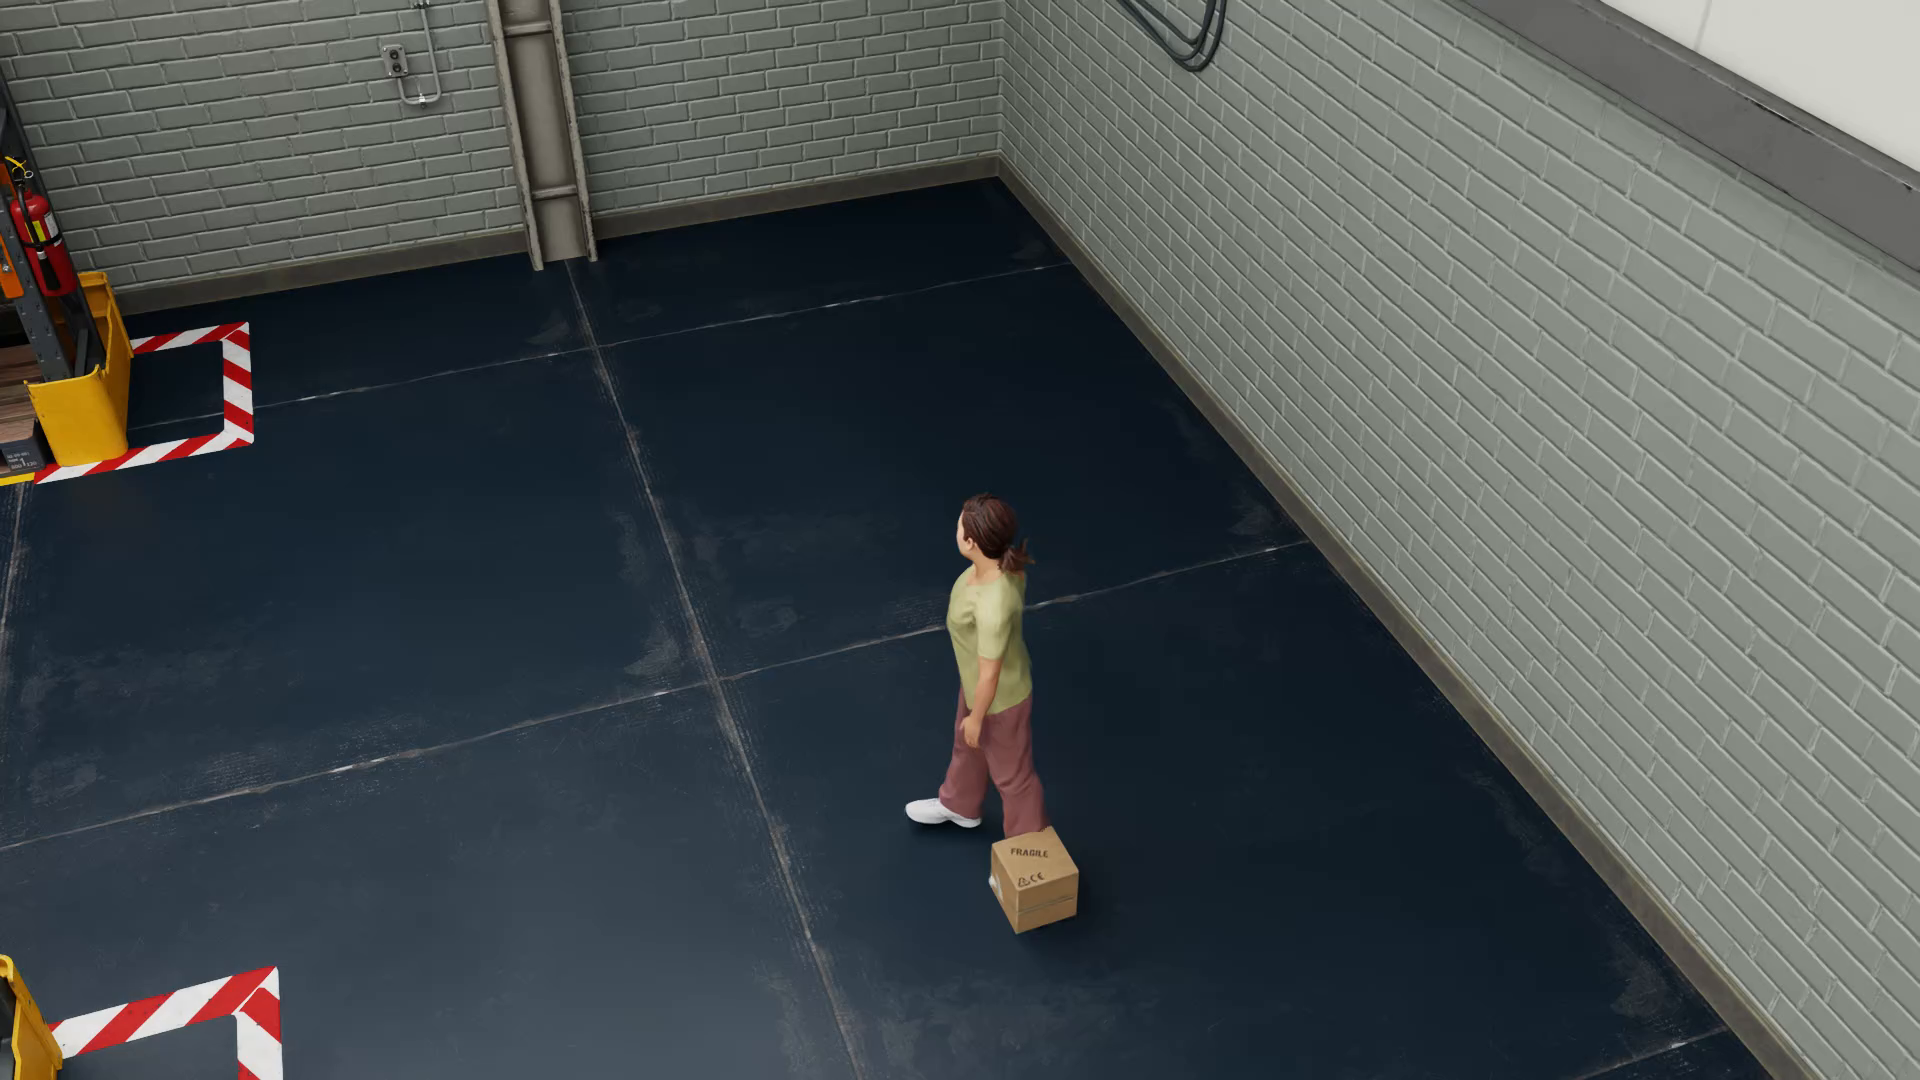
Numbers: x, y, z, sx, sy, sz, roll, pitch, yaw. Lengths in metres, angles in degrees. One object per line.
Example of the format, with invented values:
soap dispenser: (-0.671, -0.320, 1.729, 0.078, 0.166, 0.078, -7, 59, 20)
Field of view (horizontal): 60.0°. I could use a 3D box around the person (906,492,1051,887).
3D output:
person: (0.076, 0.525, 6.072, 0.584, 1.666, 0.550, 0, 38, 0)
